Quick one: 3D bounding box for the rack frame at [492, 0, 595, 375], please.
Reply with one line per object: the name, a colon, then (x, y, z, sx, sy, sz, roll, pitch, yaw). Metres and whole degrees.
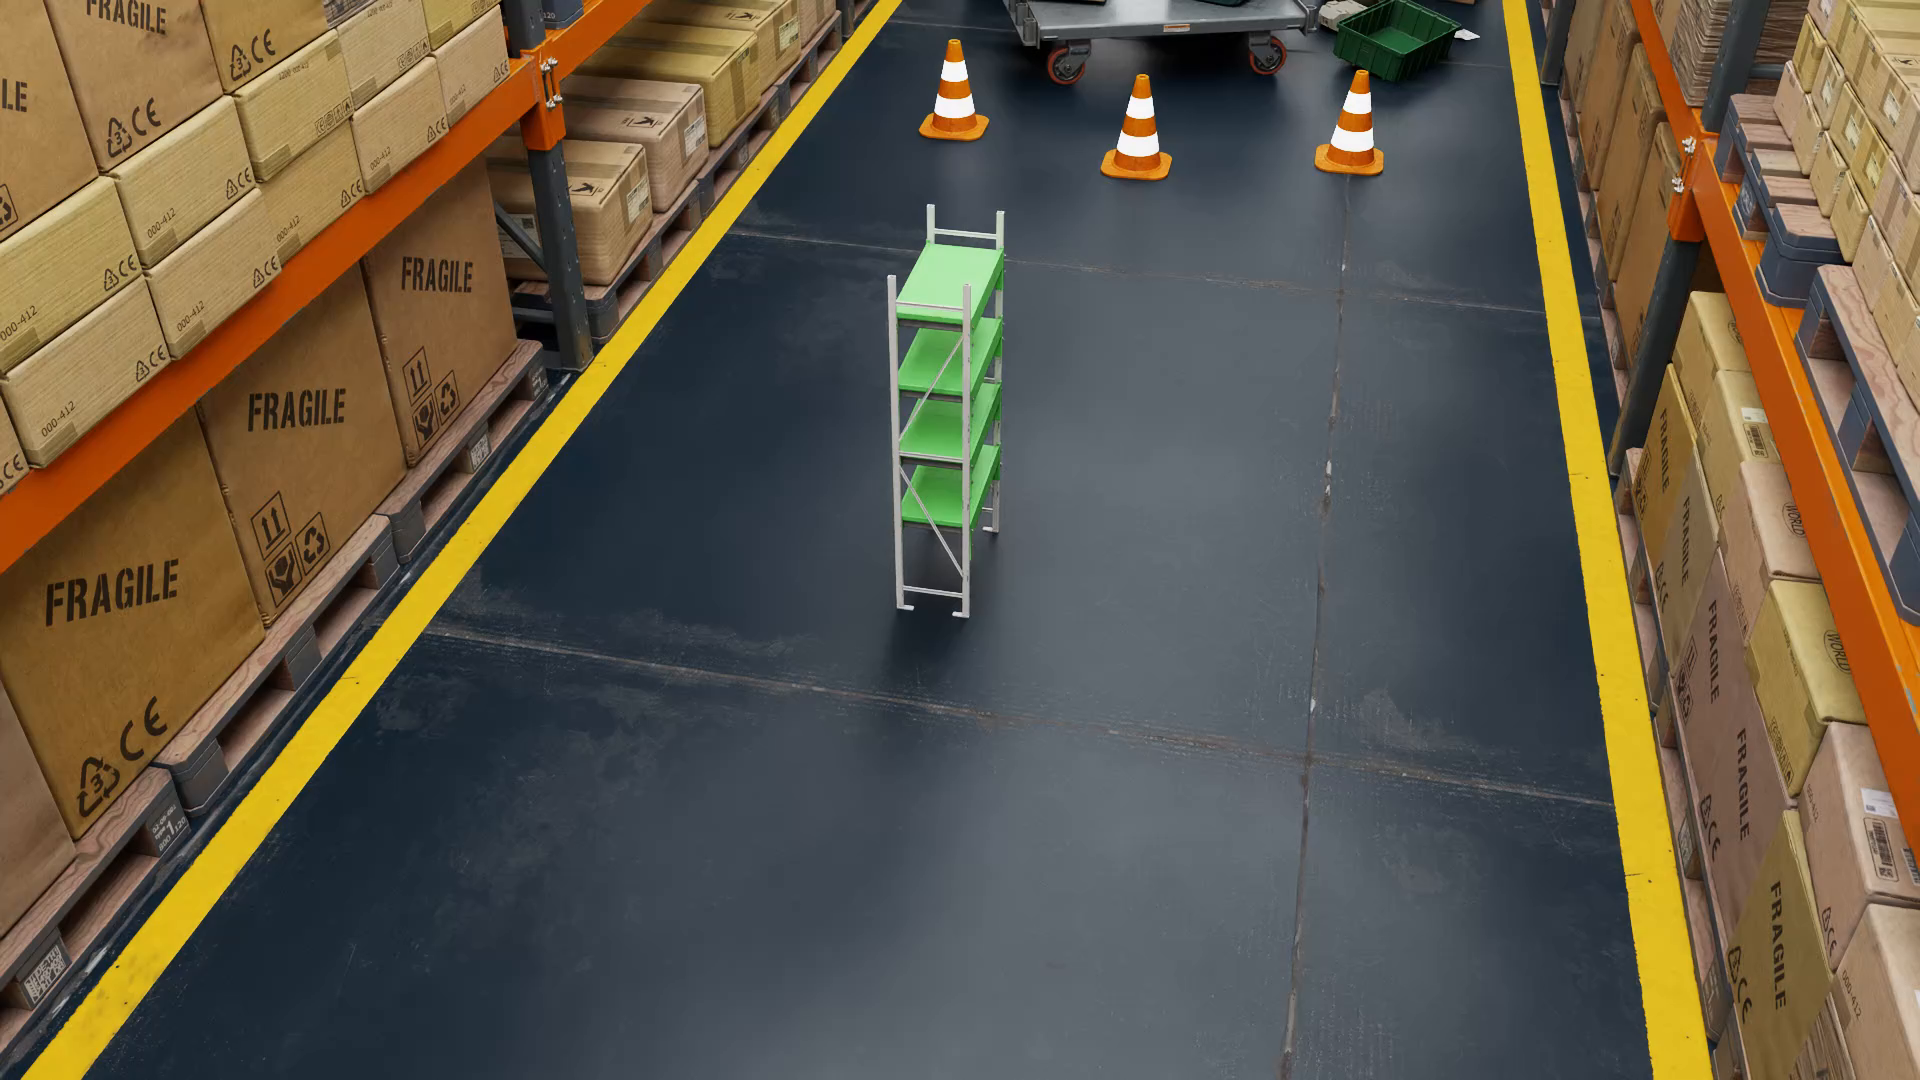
rack frame: (-1.988, -1.976, 5.921, 1.000, 3.000, 0.127, 7, 37, 10)

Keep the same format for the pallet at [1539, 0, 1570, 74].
pallet: (3.963, -3.004, 9.715, 1.003, 0.211, 1.213, 7, 37, 10)

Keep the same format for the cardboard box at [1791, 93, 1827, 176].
cardboard box: (2.520, -1.097, 4.564, 0.380, 0.149, 0.250, 9, 37, 12)

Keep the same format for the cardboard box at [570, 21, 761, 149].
cardboard box: (-1.540, -2.263, 8.198, 0.950, 0.372, 0.625, 8, 37, 12)

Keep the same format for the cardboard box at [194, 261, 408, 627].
cardboard box: (-2.411, -0.389, 5.184, 0.875, 0.875, 0.875, 8, 37, 11)

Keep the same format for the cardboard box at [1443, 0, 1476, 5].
cardboard box: (3.053, -3.714, 10.447, 0.500, 0.500, 0.500, 14, 38, 18)

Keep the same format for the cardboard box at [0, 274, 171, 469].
cardboard box: (-2.256, -0.430, 3.915, 0.500, 0.250, 0.500, 7, 37, 10)

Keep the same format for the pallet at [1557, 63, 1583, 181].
pallet: (3.633, -2.126, 8.503, 1.003, 0.211, 1.213, 7, 37, 10)

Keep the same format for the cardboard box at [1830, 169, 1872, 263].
cardboard box: (2.406, -0.787, 4.136, 0.380, 0.149, 0.250, 9, 37, 12)

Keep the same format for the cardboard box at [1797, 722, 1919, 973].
cardboard box: (2.050, 0.666, 3.408, 0.500, 0.250, 0.500, 9, 37, 12)

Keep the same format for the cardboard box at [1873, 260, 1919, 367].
cardboard box: (2.296, -0.490, 3.727, 0.380, 0.149, 0.250, 8, 37, 11)

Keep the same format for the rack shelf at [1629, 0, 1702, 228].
rack shelf: (3.297, -2.269, 6.938, 1.077, 0.370, 4.000, 7, 37, 10)

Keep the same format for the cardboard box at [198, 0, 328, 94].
cardboard box: (-2.057, -1.513, 4.345, 0.500, 0.500, 0.500, 7, 37, 10)

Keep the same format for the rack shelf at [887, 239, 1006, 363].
rack shelf: (-0.035, -0.728, 5.023, 0.258, 0.148, 0.480, 7, 37, 10)

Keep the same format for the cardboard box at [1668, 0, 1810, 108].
cardboard box: (2.704, -1.746, 5.518, 0.500, 0.500, 0.500, 7, 37, 10)

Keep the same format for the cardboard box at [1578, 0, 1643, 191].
cardboard box: (3.470, -2.046, 7.576, 1.050, 0.750, 0.750, 7, 37, 10)

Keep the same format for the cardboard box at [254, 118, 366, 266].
cardboard box: (-2.059, -1.011, 4.717, 0.500, 0.250, 0.500, 7, 37, 9)

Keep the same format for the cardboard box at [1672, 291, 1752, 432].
cardboard box: (2.486, -0.510, 5.031, 0.500, 0.250, 0.500, 6, 36, 8)

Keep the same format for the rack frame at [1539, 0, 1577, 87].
rack frame: (3.724, -3.707, 8.308, 1.000, 3.000, 0.127, 7, 37, 10)

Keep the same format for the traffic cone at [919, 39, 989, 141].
traffic cone: (-0.030, -2.356, 8.606, 0.336, 0.463, 0.334, 7, 37, 10)

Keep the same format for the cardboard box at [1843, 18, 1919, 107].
cardboard box: (2.470, -1.188, 4.182, 0.380, 0.149, 0.250, 7, 37, 10)

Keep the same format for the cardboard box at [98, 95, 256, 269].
cardboard box: (-2.149, -0.920, 4.165, 0.500, 0.250, 0.500, 6, 36, 9)

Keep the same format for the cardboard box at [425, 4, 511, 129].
cardboard box: (-1.842, -1.593, 5.520, 0.500, 0.250, 0.500, 6, 36, 8)

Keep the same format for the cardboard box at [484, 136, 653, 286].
cardboard box: (-1.857, -1.405, 7.014, 0.950, 0.372, 0.625, 5, 36, 7)

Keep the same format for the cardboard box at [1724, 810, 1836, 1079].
cardboard box: (2.037, 0.972, 3.625, 0.500, 0.500, 0.500, 6, 36, 9)

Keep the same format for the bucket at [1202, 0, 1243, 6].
bucket: (1.501, -3.364, 9.329, 0.726, 0.611, 0.620, 20, 51, 26)

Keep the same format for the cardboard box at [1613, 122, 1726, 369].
cardboard box: (3.088, -1.011, 6.147, 1.050, 0.750, 0.750, 7, 36, 9)

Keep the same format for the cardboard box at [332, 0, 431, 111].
cardboard box: (-1.949, -1.514, 4.985, 0.500, 0.250, 0.500, 6, 36, 9)

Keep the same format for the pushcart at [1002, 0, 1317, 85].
pushcart: (1.105, -2.950, 9.499, 1.648, 0.377, 0.936, -5, 36, -6)

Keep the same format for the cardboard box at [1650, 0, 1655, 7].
cardboard box: (2.918, -2.318, 6.308, 0.500, 0.500, 0.500, 7, 36, 9)

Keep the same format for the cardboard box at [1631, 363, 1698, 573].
cardboard box: (2.470, -0.198, 5.239, 0.500, 0.500, 0.500, 6, 36, 8)

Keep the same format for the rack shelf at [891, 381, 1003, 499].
rack shelf: (-0.035, -0.339, 5.304, 0.258, 0.148, 0.480, 7, 37, 10)

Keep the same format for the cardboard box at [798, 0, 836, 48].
cardboard box: (-1.243, -3.074, 9.317, 0.950, 0.372, 0.625, 8, 37, 11)

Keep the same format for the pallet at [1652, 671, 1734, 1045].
pallet: (2.439, 0.861, 4.383, 1.003, 0.211, 1.213, 7, 37, 10)

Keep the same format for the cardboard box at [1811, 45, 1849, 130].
cardboard box: (2.514, -1.195, 4.445, 0.380, 0.149, 0.250, 9, 37, 12)

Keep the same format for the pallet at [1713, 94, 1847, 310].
pallet: (2.822, -0.914, 4.619, 1.213, 0.211, 1.003, 7, 37, 10)

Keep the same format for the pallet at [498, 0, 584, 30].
pallet: (-1.939, -2.320, 6.559, 1.213, 0.211, 1.003, 7, 37, 10)

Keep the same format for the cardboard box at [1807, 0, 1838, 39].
cardboard box: (2.581, -1.480, 4.585, 0.380, 0.149, 0.250, 7, 37, 10)

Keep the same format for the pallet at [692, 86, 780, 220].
pallet: (-1.557, -1.992, 8.319, 1.003, 0.211, 1.213, 7, 37, 10)

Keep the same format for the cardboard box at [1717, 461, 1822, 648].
cardboard box: (2.259, 0.063, 4.241, 0.500, 0.250, 0.500, 8, 37, 10)

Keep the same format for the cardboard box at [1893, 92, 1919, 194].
cardboard box: (2.357, -0.881, 3.758, 0.380, 0.149, 0.250, 9, 37, 12)

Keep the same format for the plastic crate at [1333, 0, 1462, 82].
plastic crate: (2.481, -2.855, 9.481, 0.450, 0.188, 0.662, 36, 48, 26)

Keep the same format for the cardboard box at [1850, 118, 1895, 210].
cardboard box: (2.407, -0.897, 4.034, 0.380, 0.149, 0.250, 7, 37, 10)

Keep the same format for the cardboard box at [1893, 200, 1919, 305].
cardboard box: (2.297, -0.612, 3.641, 0.380, 0.149, 0.250, 7, 37, 10)

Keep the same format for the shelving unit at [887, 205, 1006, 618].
shelving unit: (-0.035, -0.391, 5.267, 0.258, 1.200, 0.503, 7, 37, 10)

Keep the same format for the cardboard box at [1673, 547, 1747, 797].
cardboard box: (2.260, 0.386, 4.434, 0.500, 0.500, 0.500, 6, 36, 9)

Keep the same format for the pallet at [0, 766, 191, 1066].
pallet: (-2.751, 0.994, 4.198, 1.003, 0.211, 1.213, 7, 37, 10)

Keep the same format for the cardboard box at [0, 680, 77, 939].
cardboard box: (-2.788, 0.642, 3.761, 0.875, 0.875, 0.875, 8, 37, 11)

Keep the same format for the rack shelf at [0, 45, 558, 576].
rack shelf: (-2.415, -0.538, 4.550, 1.077, 0.370, 4.000, 7, 37, 10)

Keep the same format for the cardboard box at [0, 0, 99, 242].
cardboard box: (-2.276, -0.927, 3.536, 0.500, 0.500, 0.500, 6, 36, 9)

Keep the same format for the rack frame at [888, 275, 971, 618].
rack frame: (-0.087, -0.251, 5.074, 0.240, 1.200, 0.015, 7, 37, 10)

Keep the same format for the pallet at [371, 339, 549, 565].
pallet: (-2.230, -0.405, 6.128, 1.003, 0.211, 1.213, 7, 37, 10)

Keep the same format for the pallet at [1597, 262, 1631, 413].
pallet: (3.112, -0.727, 6.573, 1.003, 0.211, 1.213, 7, 37, 10)
